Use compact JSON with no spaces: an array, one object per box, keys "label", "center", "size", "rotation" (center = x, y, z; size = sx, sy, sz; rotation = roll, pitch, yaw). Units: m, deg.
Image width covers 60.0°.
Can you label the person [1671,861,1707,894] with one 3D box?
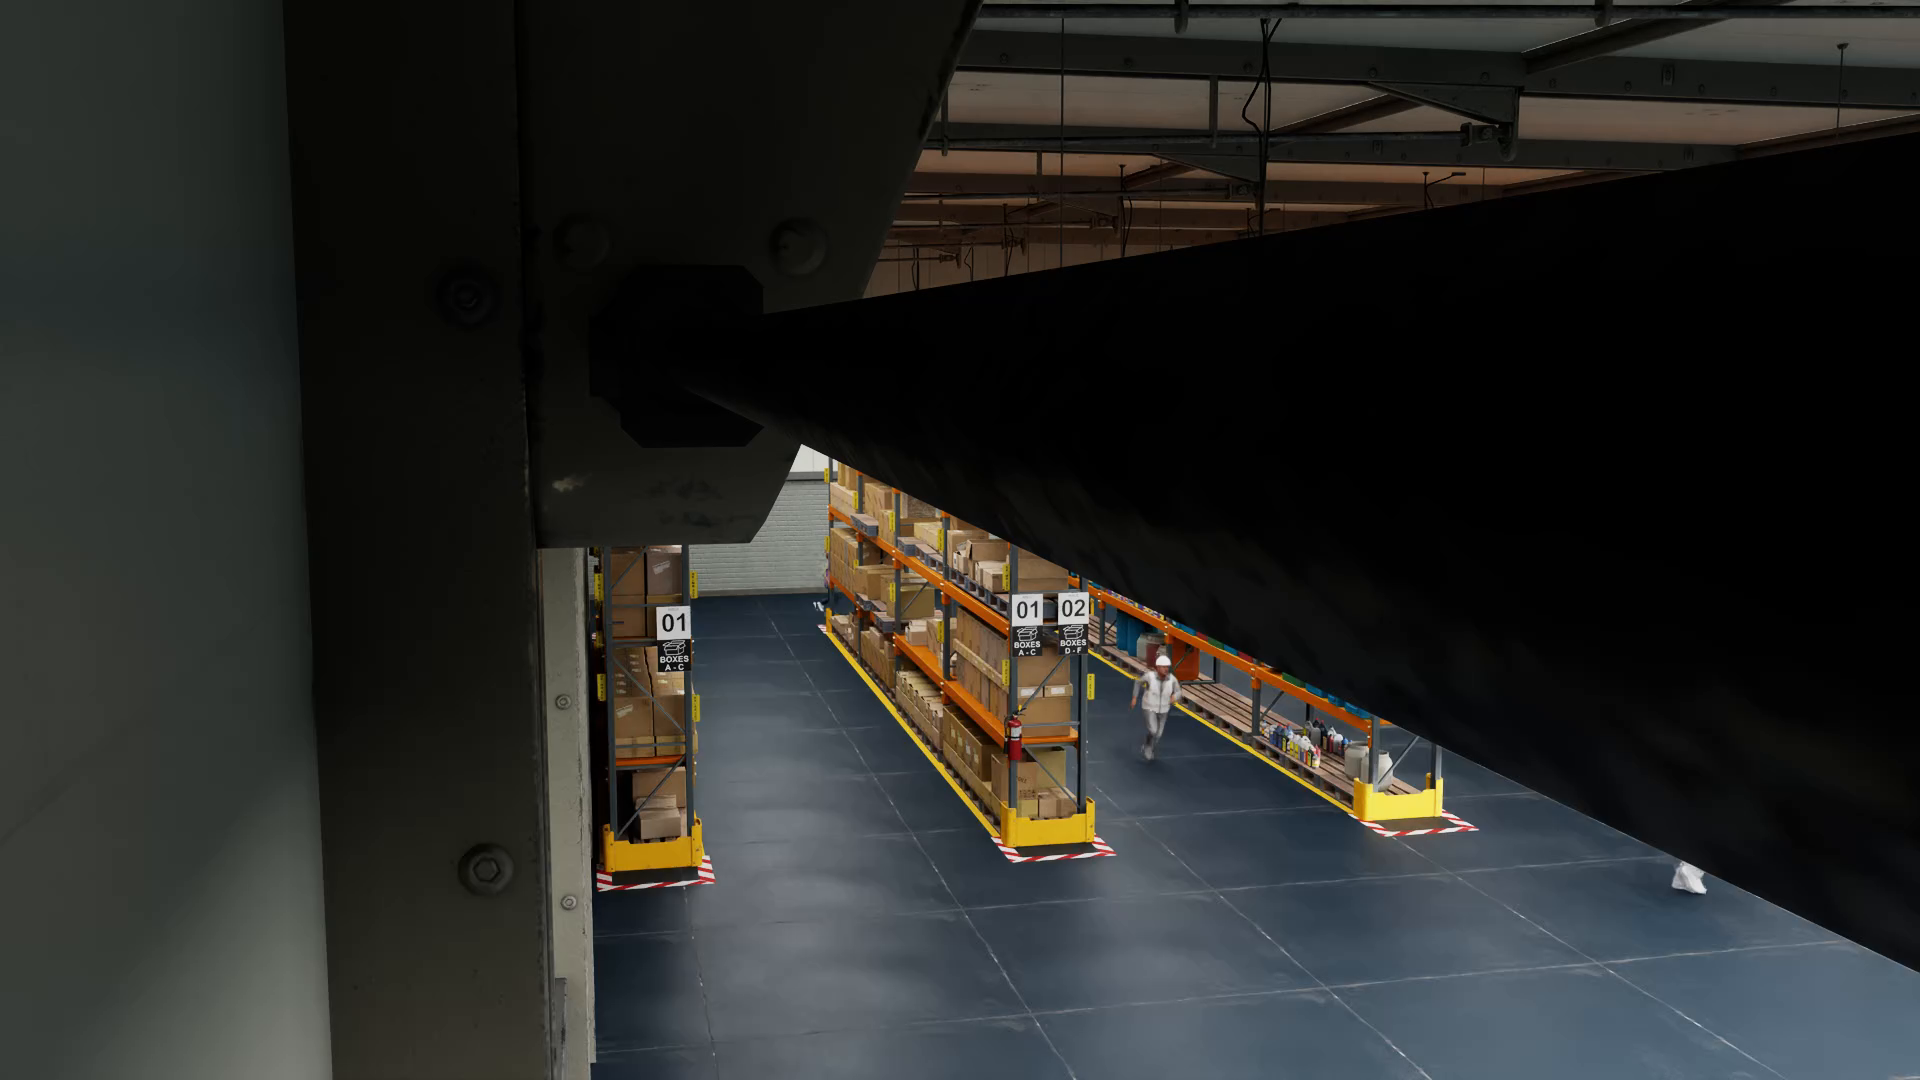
[{"label":"person","center":[8.644,3.211,19.058],"size":[0.833,1.744,0.694],"rotation":[4,8,33]}]

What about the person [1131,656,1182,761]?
[{"label":"person","center":[2.964,2.529,25.041],"size":[0.653,1.646,0.960],"rotation":[-2,7,-16]}]

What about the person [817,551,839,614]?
[{"label":"person","center":[-3.027,1.023,38.332],"size":[0.551,1.574,0.572],"rotation":[1,7,4]}]
